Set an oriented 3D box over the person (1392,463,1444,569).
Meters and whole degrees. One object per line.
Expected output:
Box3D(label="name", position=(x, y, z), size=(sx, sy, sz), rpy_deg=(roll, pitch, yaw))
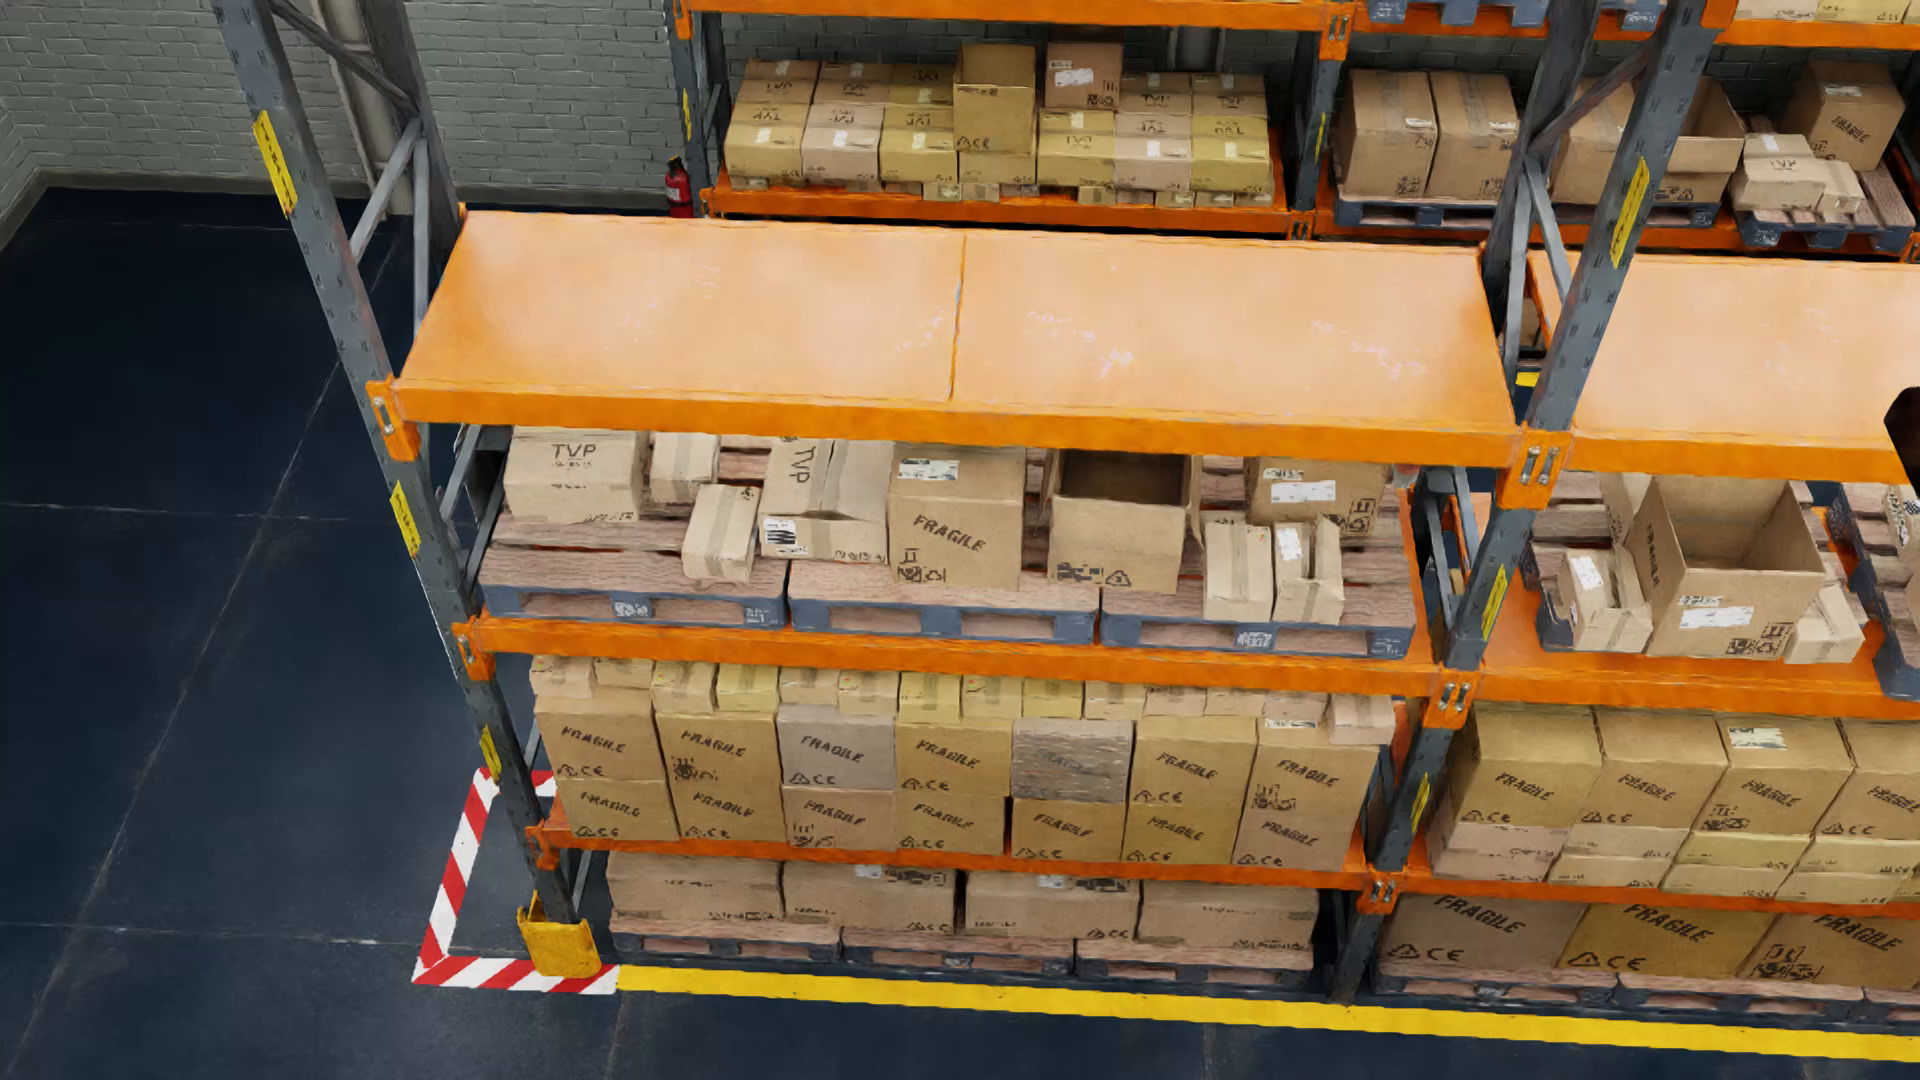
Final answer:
Box3D(label="person", position=(2.440, -0.062, 9.576), size=(0.653, 1.786, 0.570), rpy_deg=(24, 52, 20))
